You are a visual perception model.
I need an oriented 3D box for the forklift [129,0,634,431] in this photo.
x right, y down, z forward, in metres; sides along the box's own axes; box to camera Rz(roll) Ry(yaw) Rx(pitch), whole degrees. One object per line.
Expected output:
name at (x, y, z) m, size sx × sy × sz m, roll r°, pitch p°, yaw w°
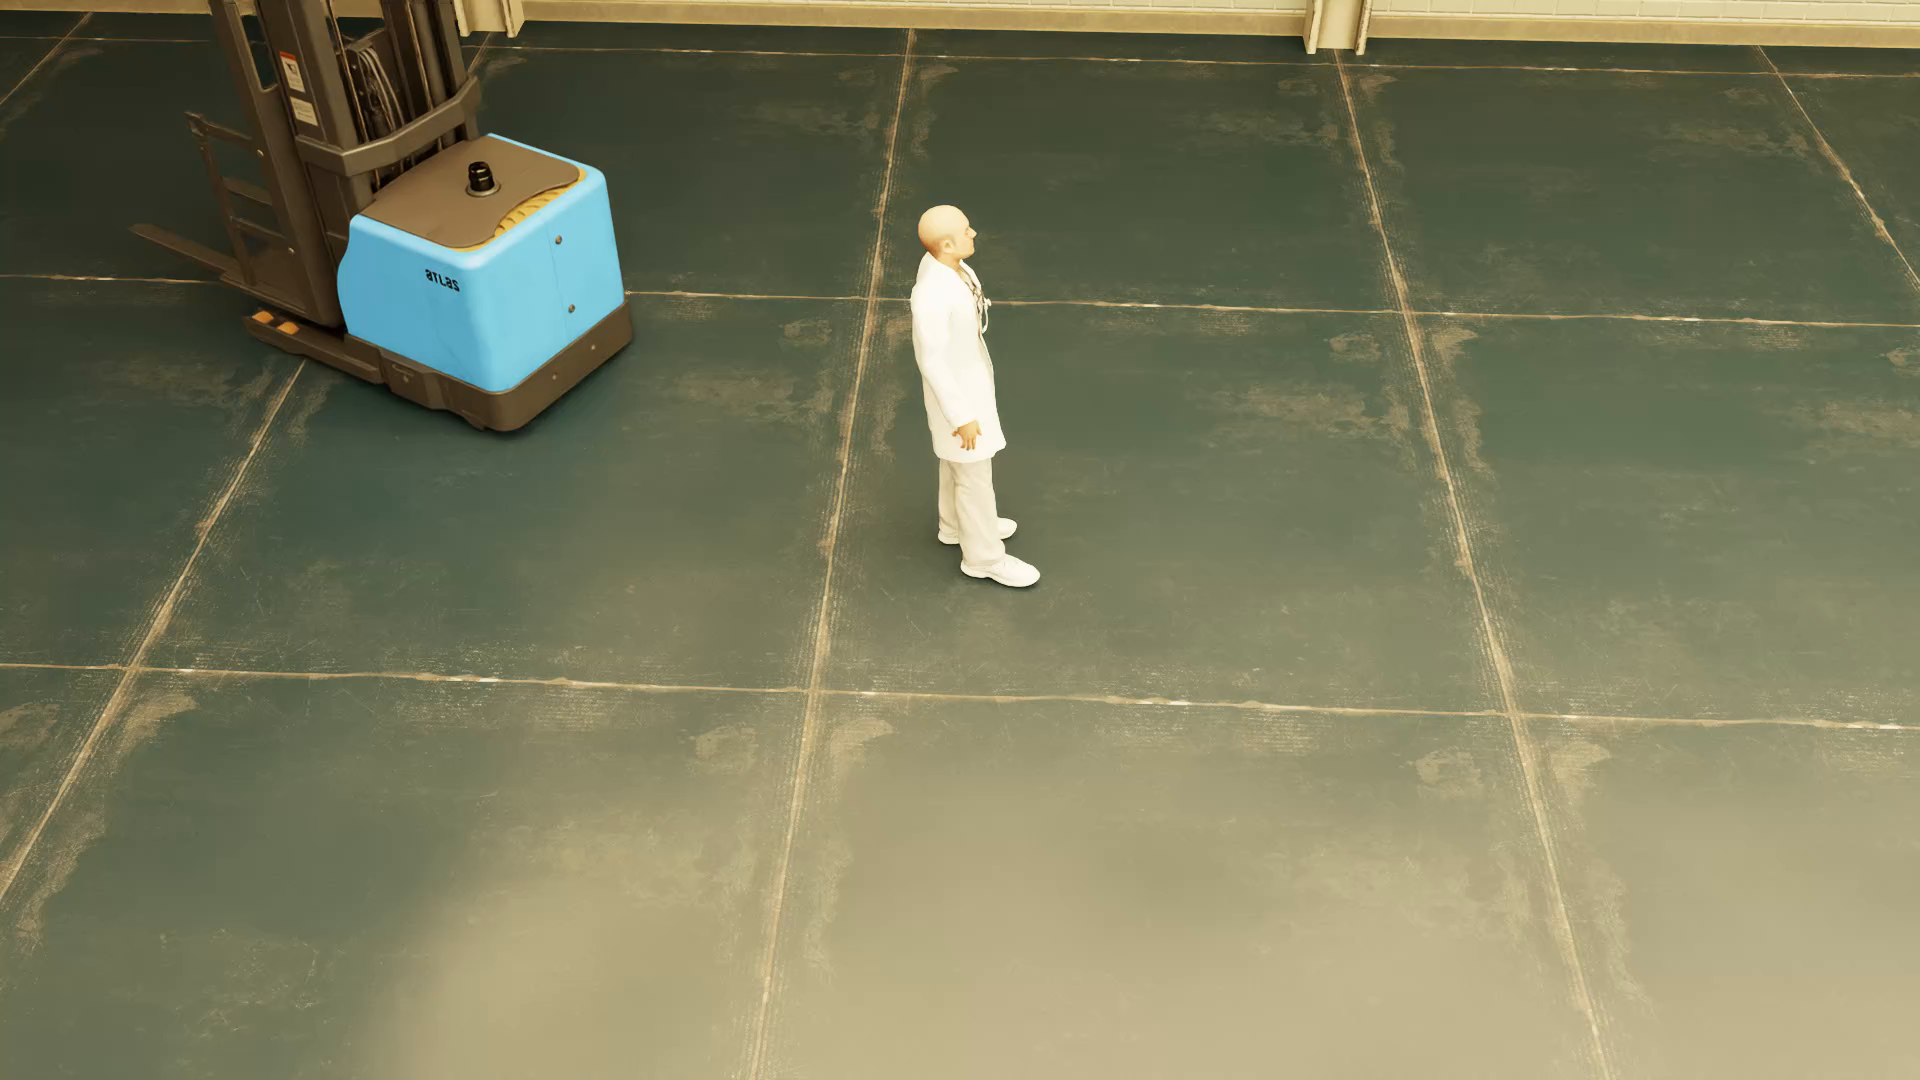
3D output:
forklift at (-3.301, -2.378, 8.347) m, size 3.031 × 2.935 × 1.130 m, roll 22°, pitch 47°, yaw 22°

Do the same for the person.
person at (0.091, -0.657, 7.306) m, size 0.578 × 1.778 × 0.696 m, roll 2°, pitch 42°, yaw 2°
